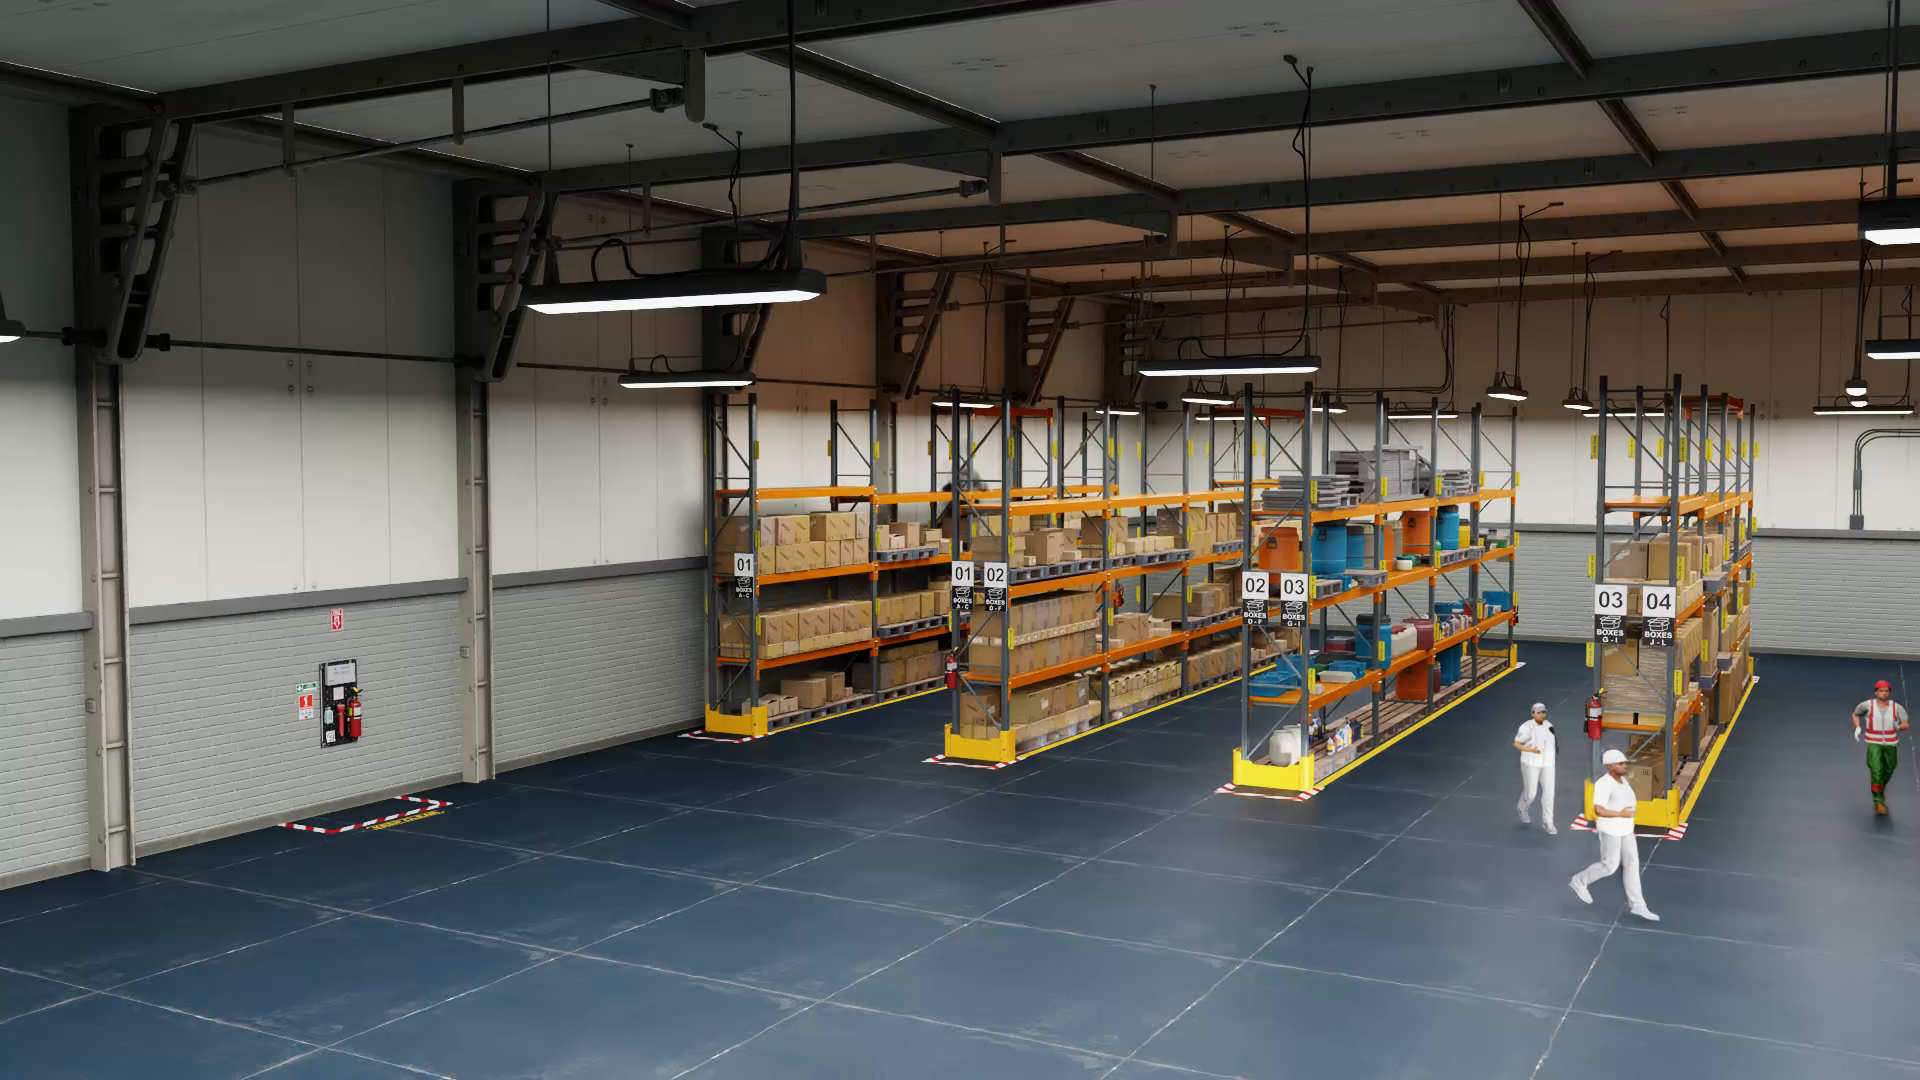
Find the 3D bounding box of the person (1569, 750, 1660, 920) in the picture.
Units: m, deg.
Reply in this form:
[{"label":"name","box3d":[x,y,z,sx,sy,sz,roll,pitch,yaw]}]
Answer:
[{"label":"person","box3d":[7.032,3.128,17.831,0.698,1.760,0.970,-3,4,-40]}]

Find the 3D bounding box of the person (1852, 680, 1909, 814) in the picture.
[{"label":"person","box3d":[12.774,2.831,23.054,0.659,1.772,1.004,1,3,16]}]

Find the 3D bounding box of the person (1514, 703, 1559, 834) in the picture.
[{"label":"person","box3d":[7.621,2.973,21.924,0.620,1.658,0.857,0,3,-5]}]
